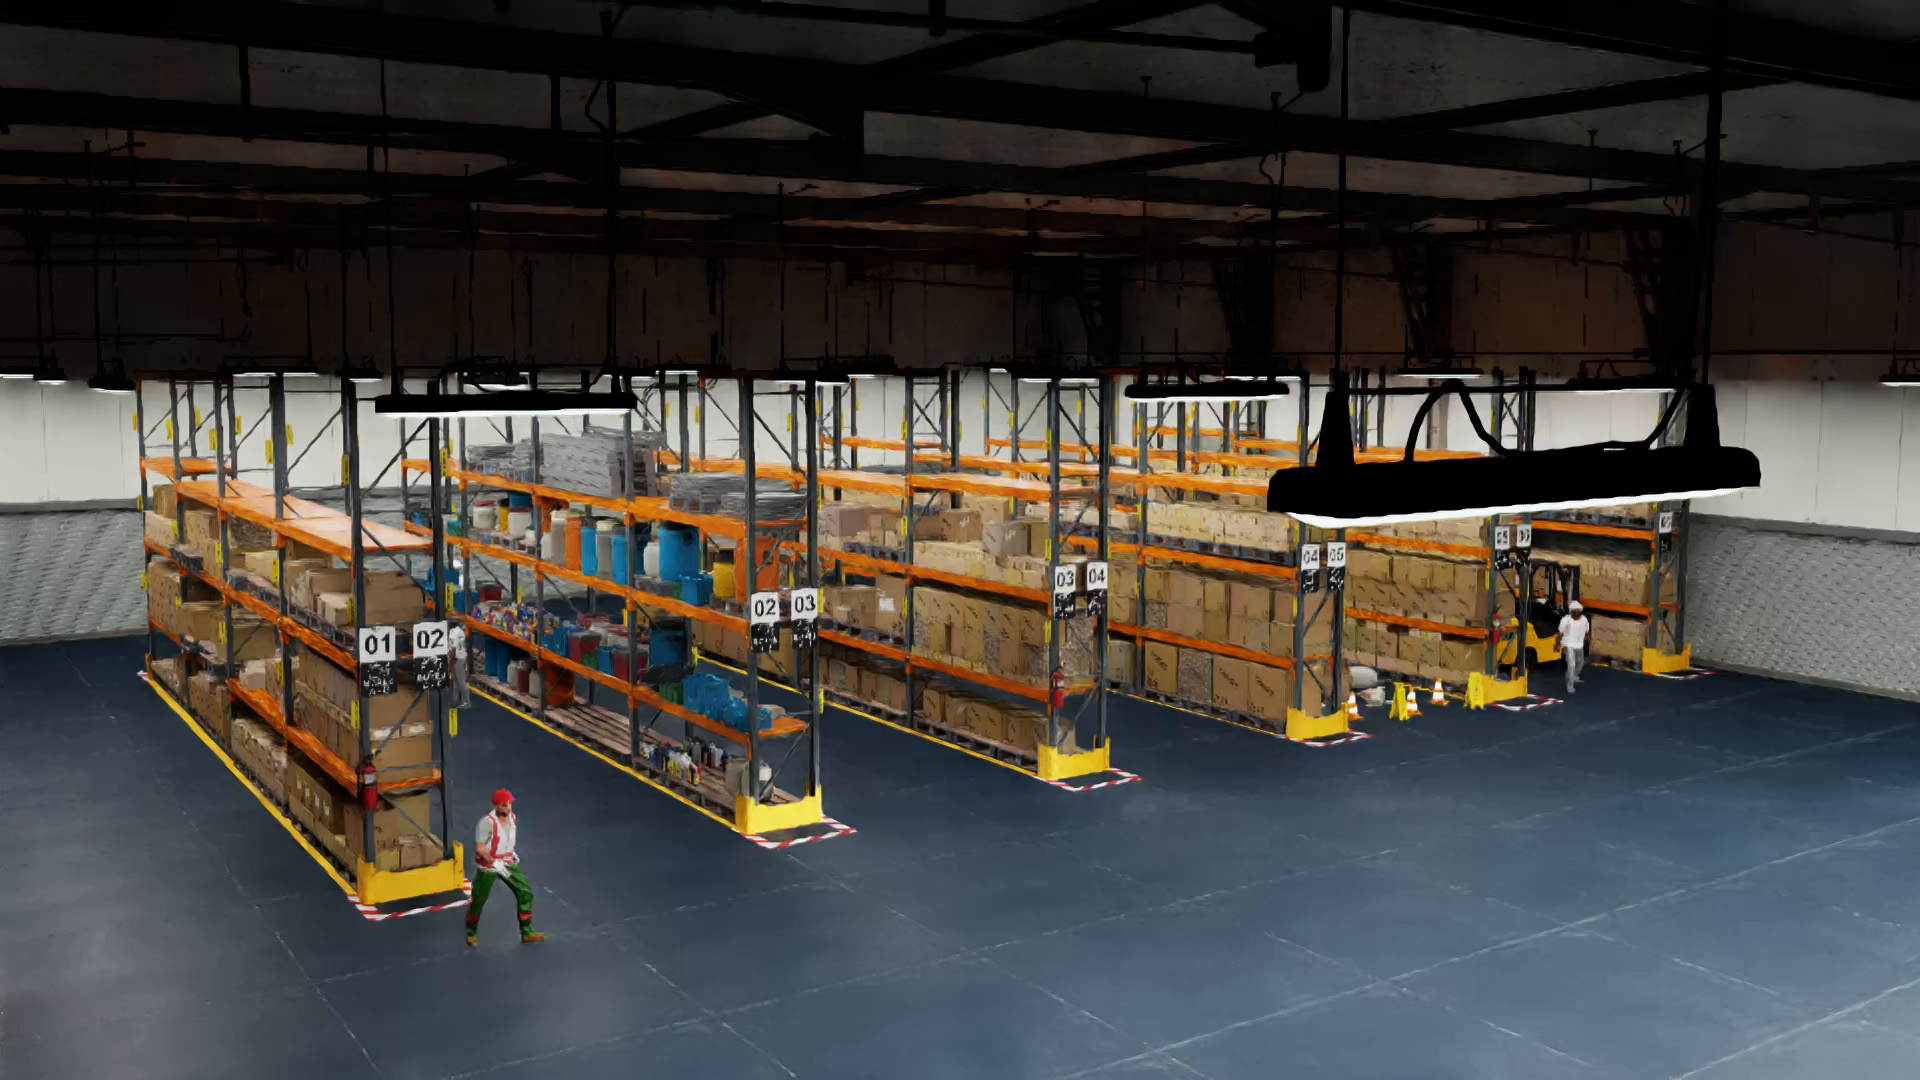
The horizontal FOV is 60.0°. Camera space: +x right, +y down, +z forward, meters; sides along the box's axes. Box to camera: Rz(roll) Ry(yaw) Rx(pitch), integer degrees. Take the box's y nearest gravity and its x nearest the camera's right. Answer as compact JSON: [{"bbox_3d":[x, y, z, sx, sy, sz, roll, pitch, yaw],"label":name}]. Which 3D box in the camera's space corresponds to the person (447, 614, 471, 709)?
[{"bbox_3d":[-8.989,2.152,29.619,0.545,1.664,0.574,-1,6,-6],"label":"person"}]

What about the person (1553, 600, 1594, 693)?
[{"bbox_3d":[11.551,1.960,31.205,0.776,1.722,0.765,-2,7,-18],"label":"person"}]

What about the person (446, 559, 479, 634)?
[{"bbox_3d":[-11.343,1.271,37.243,0.832,1.706,0.645,5,8,38],"label":"person"}]

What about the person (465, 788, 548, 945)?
[{"bbox_3d":[-4.925,3.469,17.722,0.808,1.718,0.675,5,8,37],"label":"person"}]
